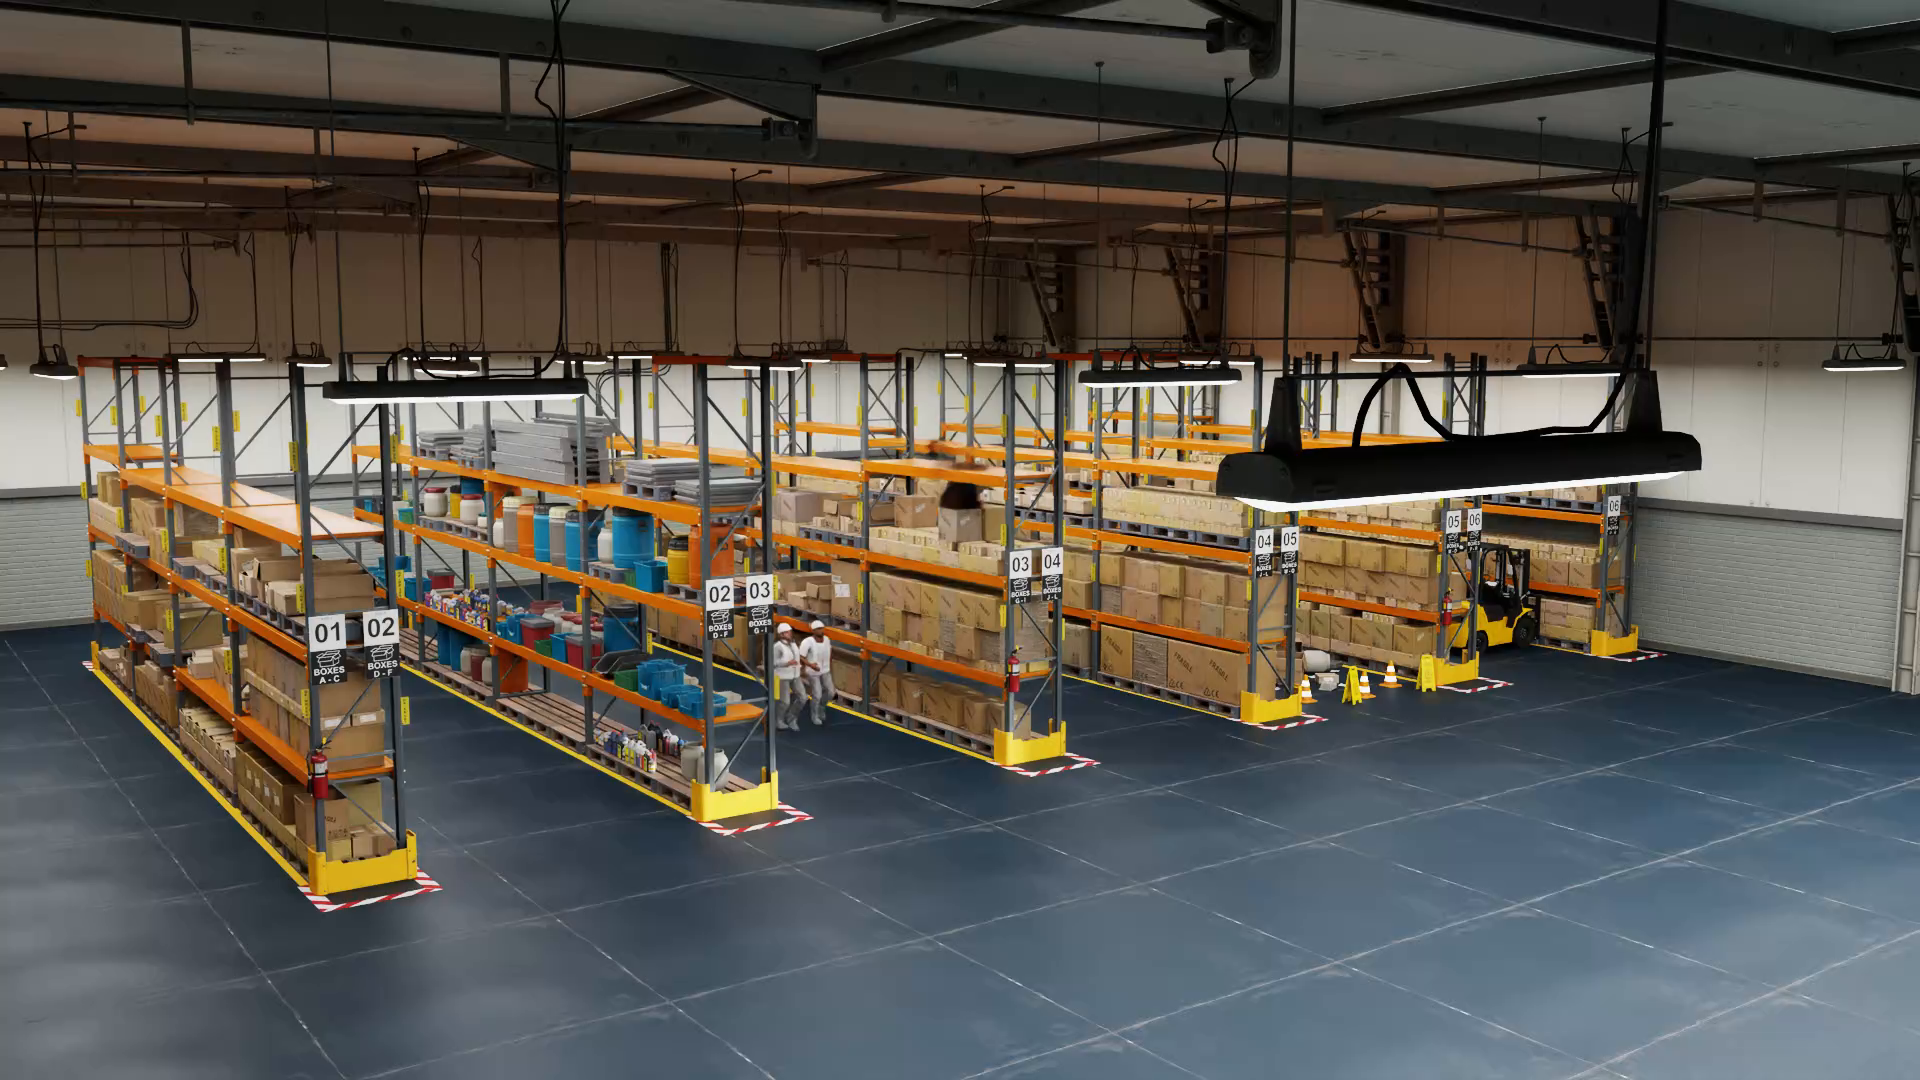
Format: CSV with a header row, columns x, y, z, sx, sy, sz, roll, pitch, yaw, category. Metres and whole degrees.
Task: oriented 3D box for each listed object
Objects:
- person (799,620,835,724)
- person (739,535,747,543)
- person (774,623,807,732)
x,y,z,sx,sy,sz,roll,pitch,yaw,category
-2.303,2.139,27.217,0.701,1.664,0.565,-5,8,-35,person
-5.188,0.719,39.265,0.749,1.729,0.674,-4,8,-28,person
-2.737,2.225,26.758,0.669,1.789,0.640,6,9,43,person
